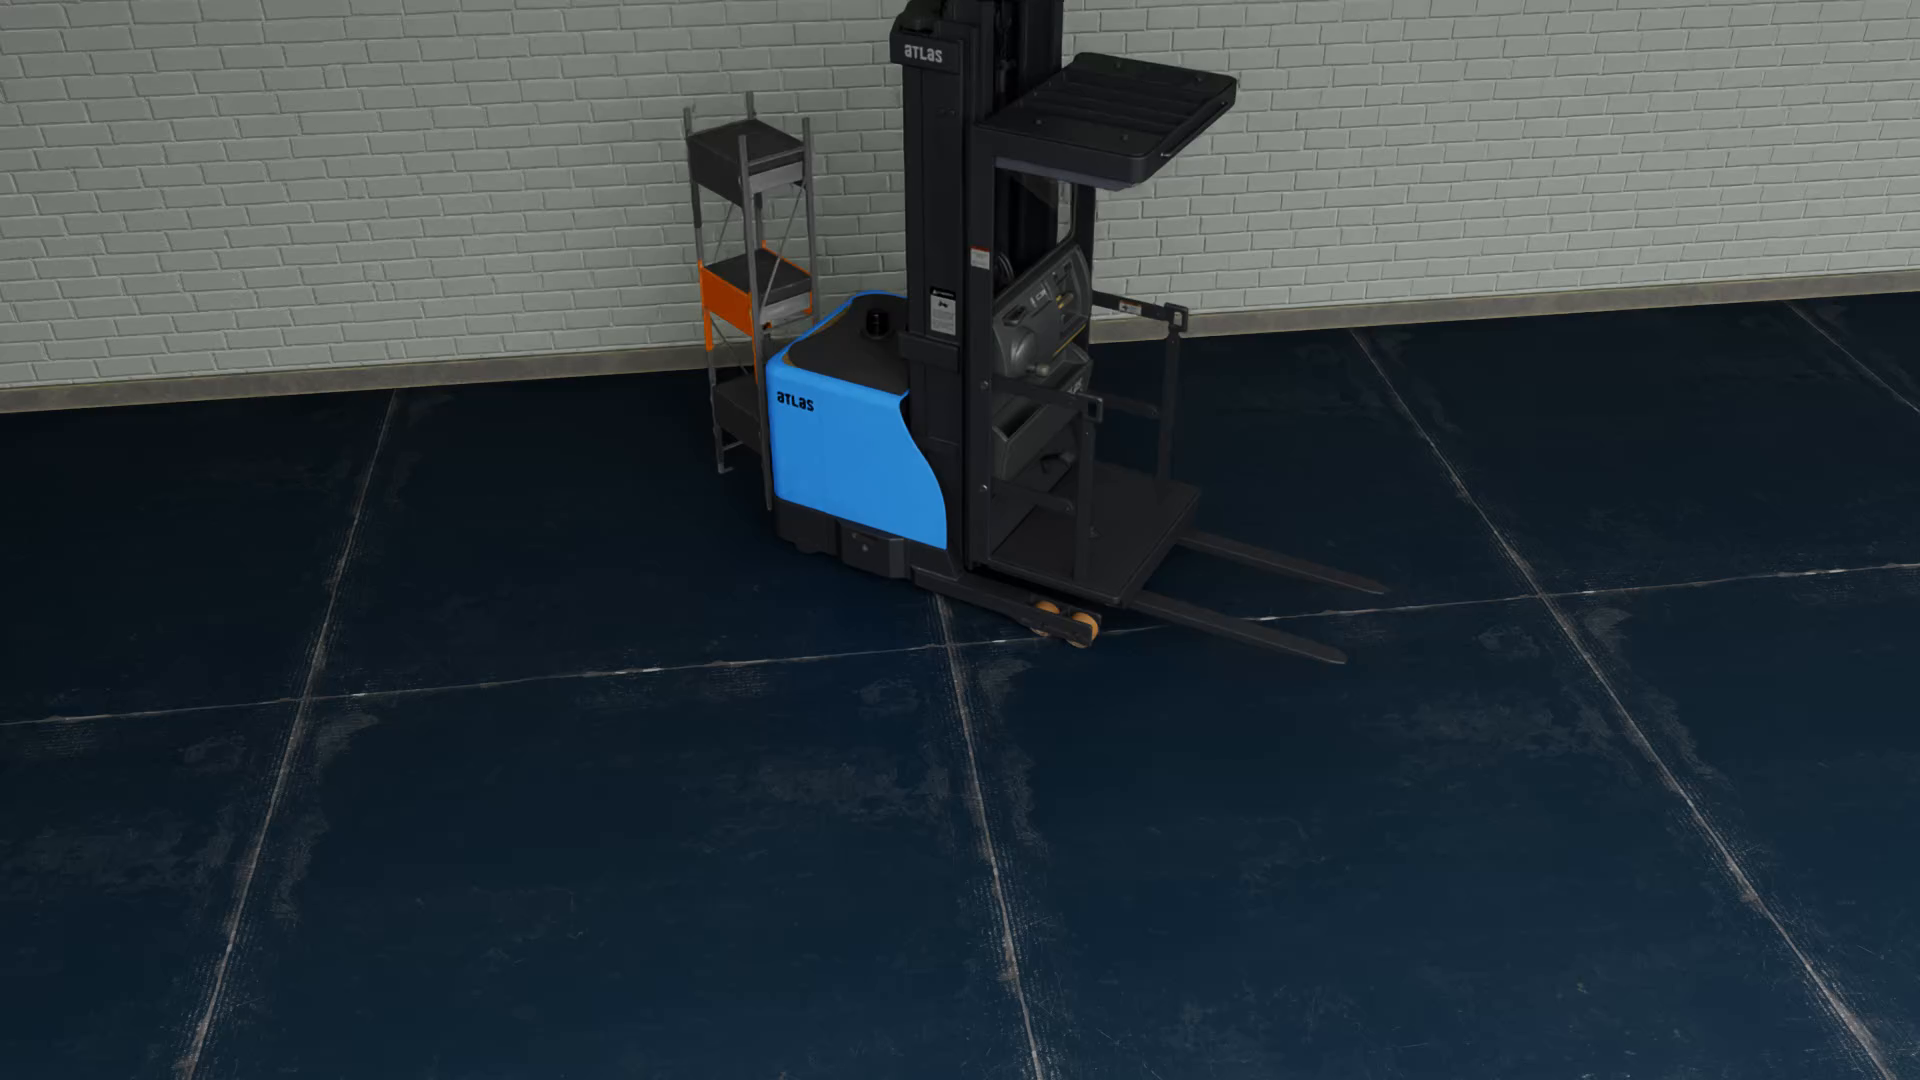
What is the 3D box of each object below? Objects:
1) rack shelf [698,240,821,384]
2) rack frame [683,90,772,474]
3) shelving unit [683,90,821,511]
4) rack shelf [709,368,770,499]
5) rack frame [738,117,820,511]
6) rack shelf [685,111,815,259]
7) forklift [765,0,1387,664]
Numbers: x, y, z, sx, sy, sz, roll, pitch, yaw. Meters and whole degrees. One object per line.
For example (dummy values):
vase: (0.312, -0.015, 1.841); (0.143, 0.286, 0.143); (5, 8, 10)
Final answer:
rack shelf: (-1.039, -1.192, 8.658); (0.431, 0.518, 0.480); (-25, 41, -32)
rack frame: (-1.194, -1.309, 8.806); (0.400, 2.100, 0.015); (-25, 41, -32)
shelving unit: (-1.039, -1.203, 8.650); (0.431, 2.100, 0.503); (-25, 41, -32)
rack shelf: (-1.039, -0.613, 9.052); (0.431, 0.518, 0.480); (-25, 41, -32)
rack frame: (-0.884, -1.097, 8.495); (0.400, 2.100, 0.015); (-25, 41, -32)
rack shelf: (-1.039, -1.770, 8.264); (0.431, 0.518, 0.480); (-25, 41, -32)
forklift: (0.570, -1.037, 7.670); (3.031, 2.935, 1.130); (17, 38, 23)
